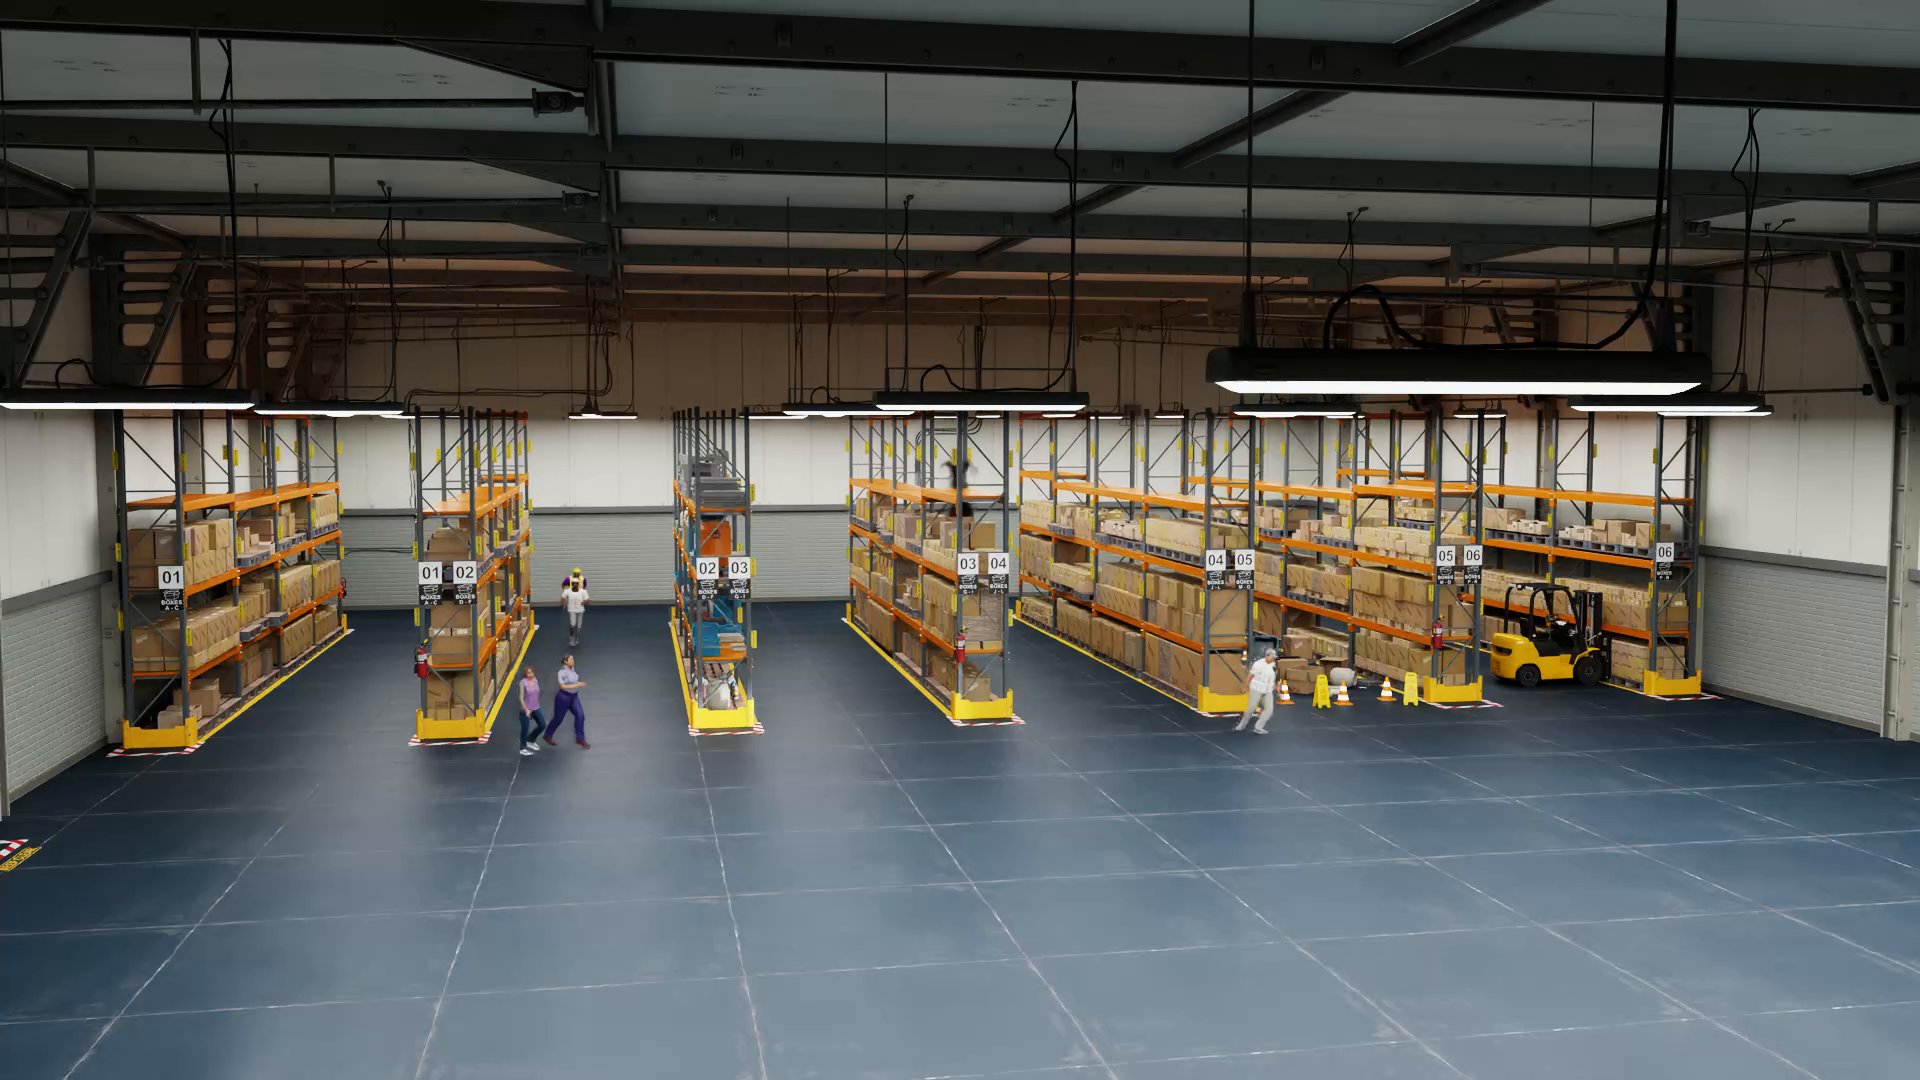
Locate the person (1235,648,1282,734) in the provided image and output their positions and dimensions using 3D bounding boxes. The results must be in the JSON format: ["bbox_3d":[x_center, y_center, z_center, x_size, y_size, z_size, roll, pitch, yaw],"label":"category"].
[{"bbox_3d":[5.484,2.763,30.479,0.758,1.590,0.675,-2,4,-25],"label":"person"}]

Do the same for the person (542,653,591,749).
[{"bbox_3d":[-6.908,2.814,29.086,0.869,1.680,0.576,2,4,20],"label":"person"}]

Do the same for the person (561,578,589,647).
[{"bbox_3d":[-9.783,1.833,42.328,0.683,1.753,0.681,-1,4,-18],"label":"person"}]

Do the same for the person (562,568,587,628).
[{"bbox_3d":[-10.670,1.601,45.990,0.694,1.715,0.991,-2,4,-25],"label":"person"}]

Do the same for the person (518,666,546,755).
[{"bbox_3d":[-7.357,2.915,28.499,0.578,1.569,0.521,3,5,40],"label":"person"}]
